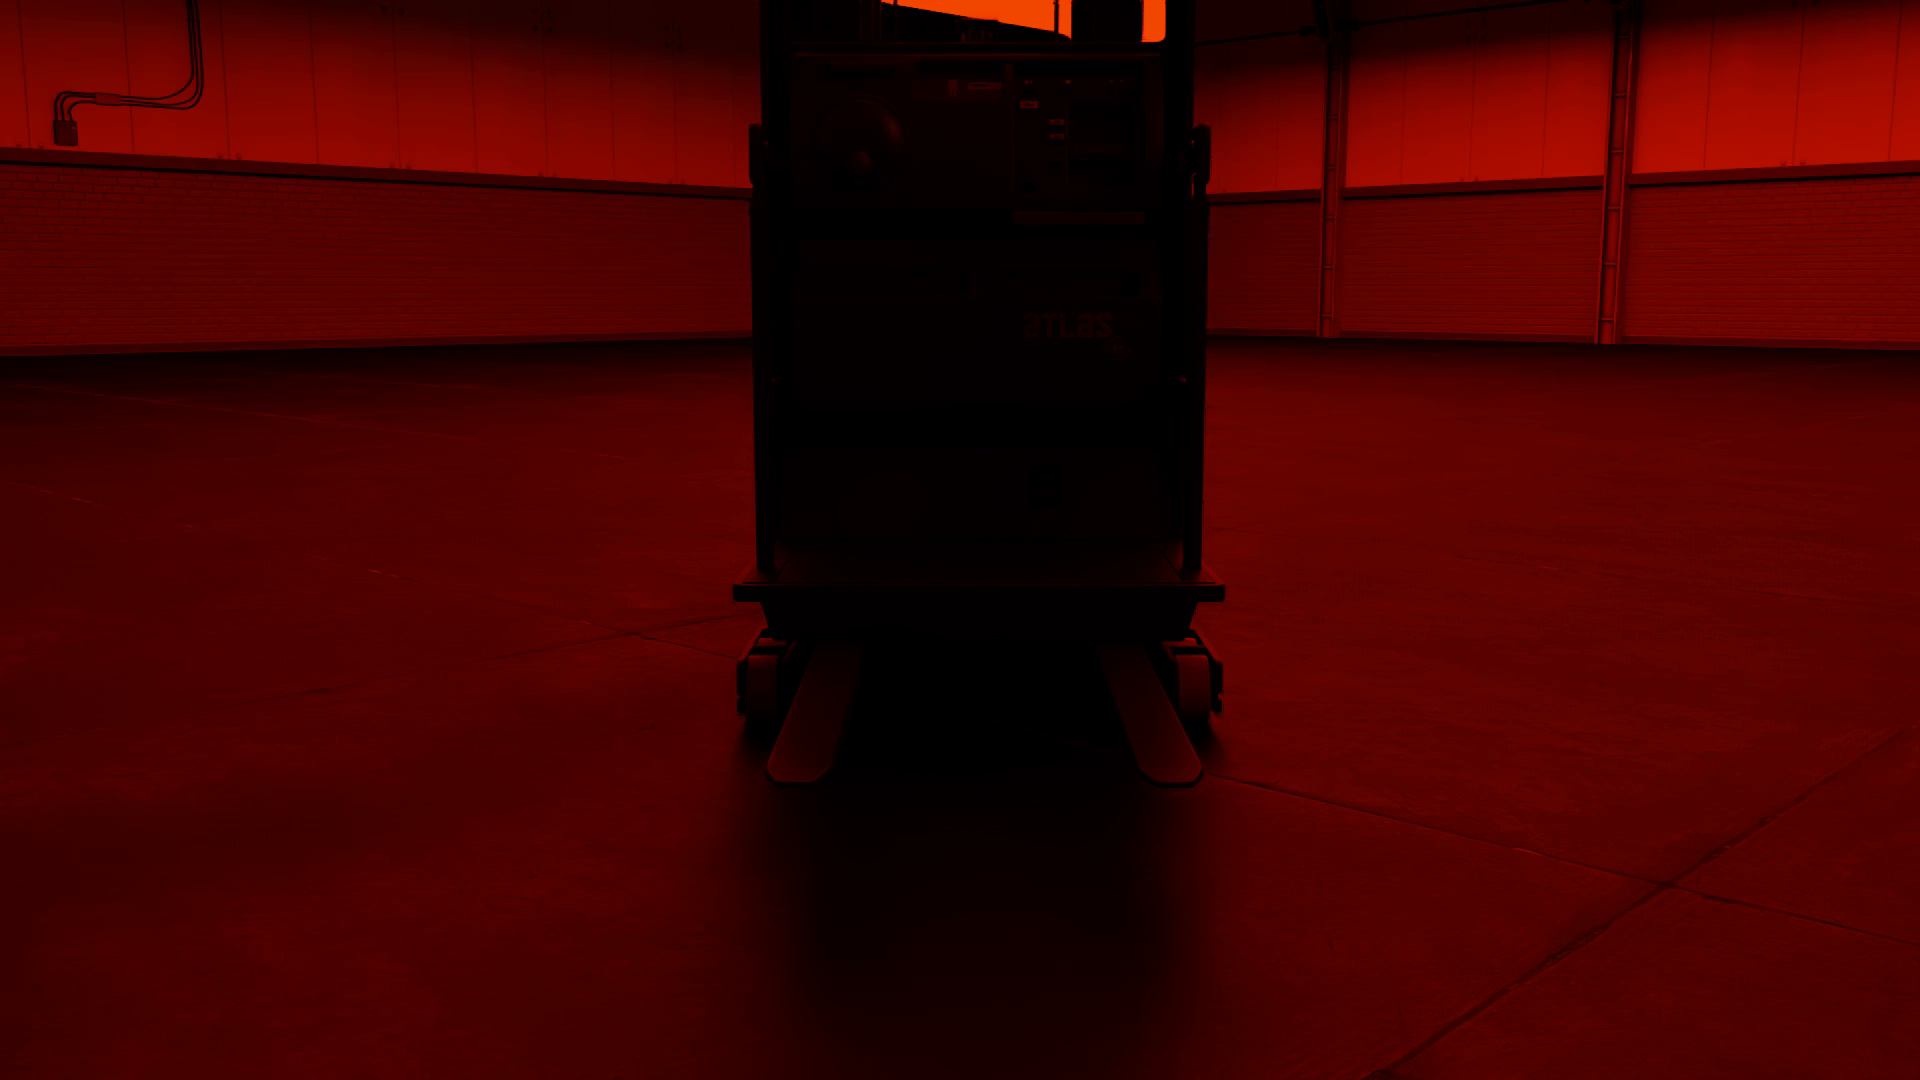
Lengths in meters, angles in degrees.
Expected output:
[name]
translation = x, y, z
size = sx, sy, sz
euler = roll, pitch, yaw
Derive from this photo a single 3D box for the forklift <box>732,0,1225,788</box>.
[forklift]
translation = 0.043, -1.066, 3.956
size = 1.130, 2.935, 3.031
euler = 0, 9, 0
